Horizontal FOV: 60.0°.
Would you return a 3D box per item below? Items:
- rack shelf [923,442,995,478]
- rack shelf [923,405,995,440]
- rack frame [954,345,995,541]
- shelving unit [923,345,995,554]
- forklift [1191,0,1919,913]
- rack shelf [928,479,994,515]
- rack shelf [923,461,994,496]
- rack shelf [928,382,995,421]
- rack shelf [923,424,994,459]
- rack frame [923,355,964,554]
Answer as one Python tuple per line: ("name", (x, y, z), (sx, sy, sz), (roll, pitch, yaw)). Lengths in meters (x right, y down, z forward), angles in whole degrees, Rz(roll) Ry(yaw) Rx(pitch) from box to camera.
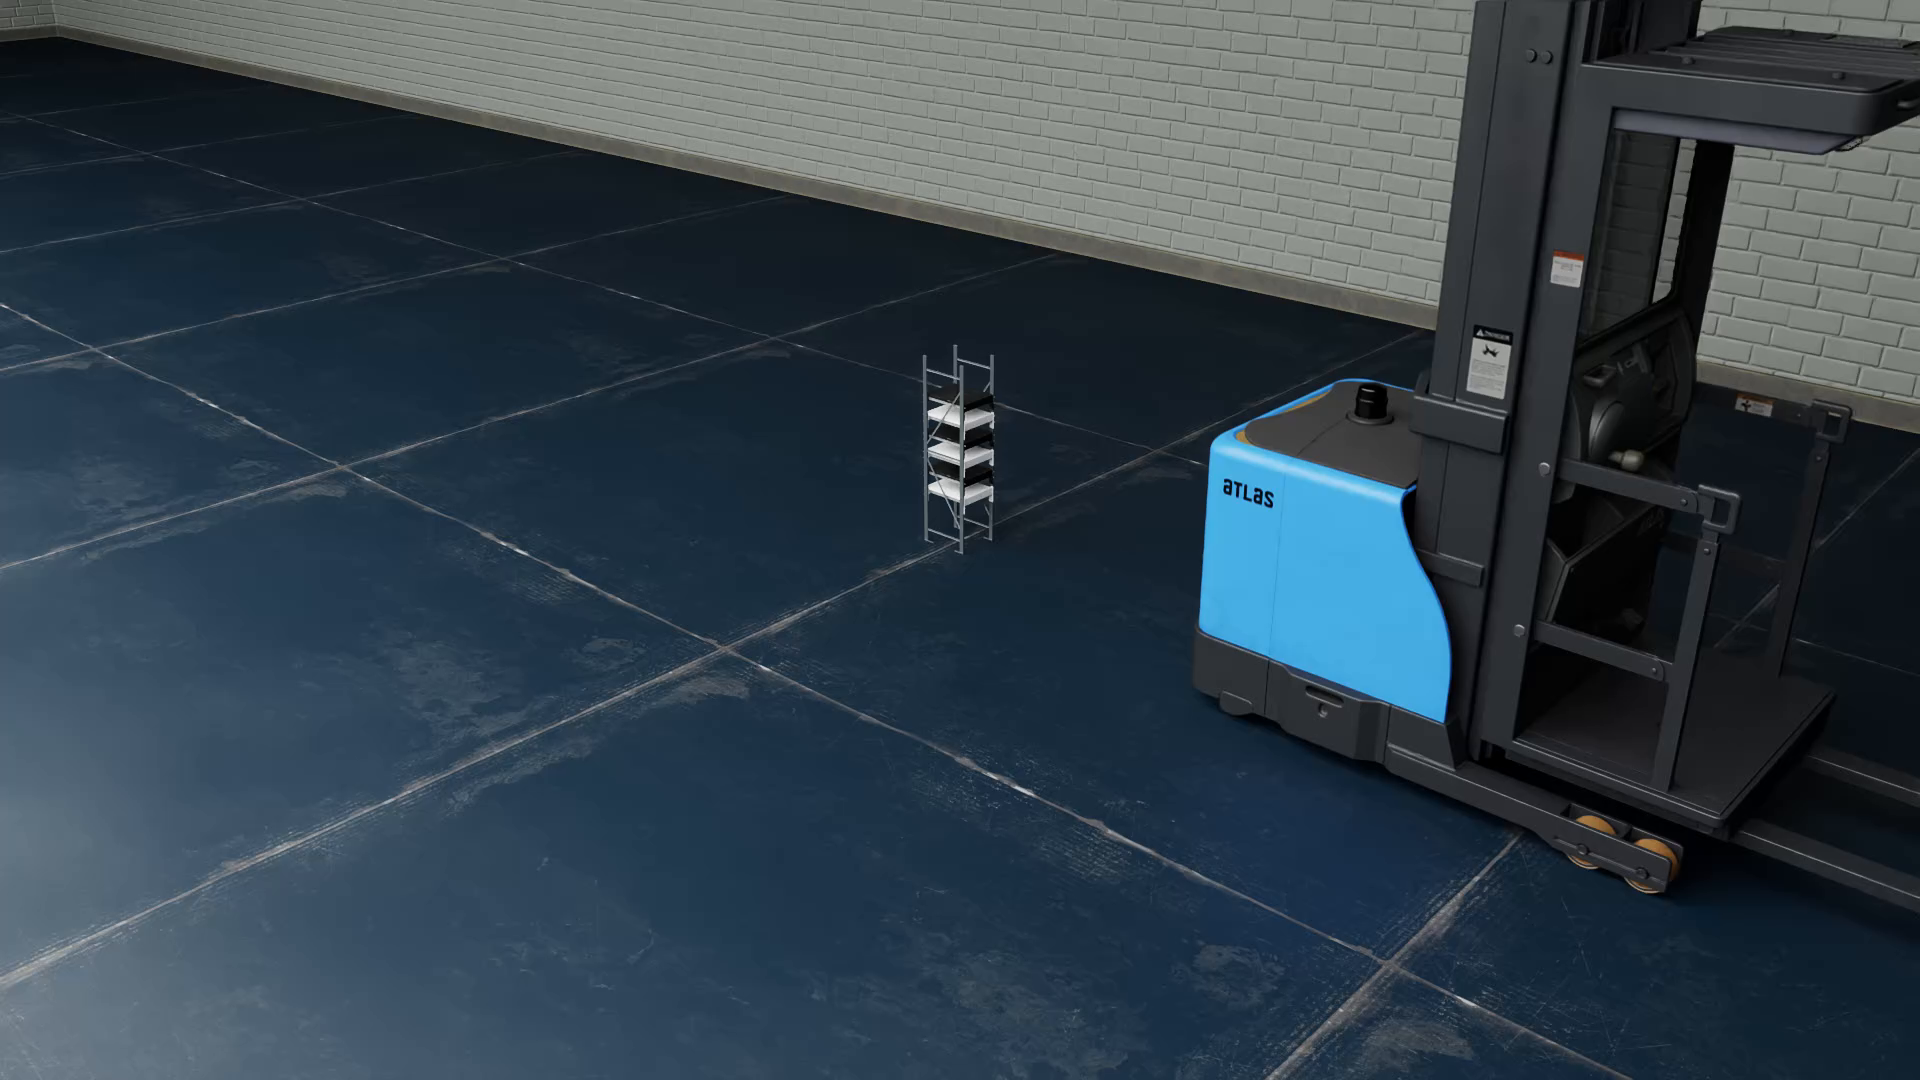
("rack shelf", (-0.005, -0.378, 7.574), (0.258, 0.077, 0.200), (20, 31, 38))
("rack shelf", (-0.005, -0.542, 7.500), (0.258, 0.077, 0.200), (20, 31, 38))
("rack frame", (0.062, -0.439, 7.629), (0.240, 0.900, 0.006), (20, 31, 38))
("shelving unit", (-0.005, -0.408, 7.560), (0.258, 0.900, 0.210), (20, 31, 38))
("forklift", (2.311, -0.463, 5.201), (3.031, 2.935, 1.130), (21, 31, 38))
("rack shelf", (-0.005, -0.213, 7.648), (0.258, 0.077, 0.200), (20, 31, 38))
("rack shelf", (-0.005, -0.296, 7.611), (0.258, 0.077, 0.200), (20, 31, 38))
("rack shelf", (-0.005, -0.624, 7.464), (0.258, 0.077, 0.200), (20, 31, 38))
("rack shelf", (-0.005, -0.460, 7.537), (0.258, 0.077, 0.200), (20, 31, 38))
("rack frame", (-0.073, -0.377, 7.491), (0.240, 0.900, 0.006), (20, 31, 38))
